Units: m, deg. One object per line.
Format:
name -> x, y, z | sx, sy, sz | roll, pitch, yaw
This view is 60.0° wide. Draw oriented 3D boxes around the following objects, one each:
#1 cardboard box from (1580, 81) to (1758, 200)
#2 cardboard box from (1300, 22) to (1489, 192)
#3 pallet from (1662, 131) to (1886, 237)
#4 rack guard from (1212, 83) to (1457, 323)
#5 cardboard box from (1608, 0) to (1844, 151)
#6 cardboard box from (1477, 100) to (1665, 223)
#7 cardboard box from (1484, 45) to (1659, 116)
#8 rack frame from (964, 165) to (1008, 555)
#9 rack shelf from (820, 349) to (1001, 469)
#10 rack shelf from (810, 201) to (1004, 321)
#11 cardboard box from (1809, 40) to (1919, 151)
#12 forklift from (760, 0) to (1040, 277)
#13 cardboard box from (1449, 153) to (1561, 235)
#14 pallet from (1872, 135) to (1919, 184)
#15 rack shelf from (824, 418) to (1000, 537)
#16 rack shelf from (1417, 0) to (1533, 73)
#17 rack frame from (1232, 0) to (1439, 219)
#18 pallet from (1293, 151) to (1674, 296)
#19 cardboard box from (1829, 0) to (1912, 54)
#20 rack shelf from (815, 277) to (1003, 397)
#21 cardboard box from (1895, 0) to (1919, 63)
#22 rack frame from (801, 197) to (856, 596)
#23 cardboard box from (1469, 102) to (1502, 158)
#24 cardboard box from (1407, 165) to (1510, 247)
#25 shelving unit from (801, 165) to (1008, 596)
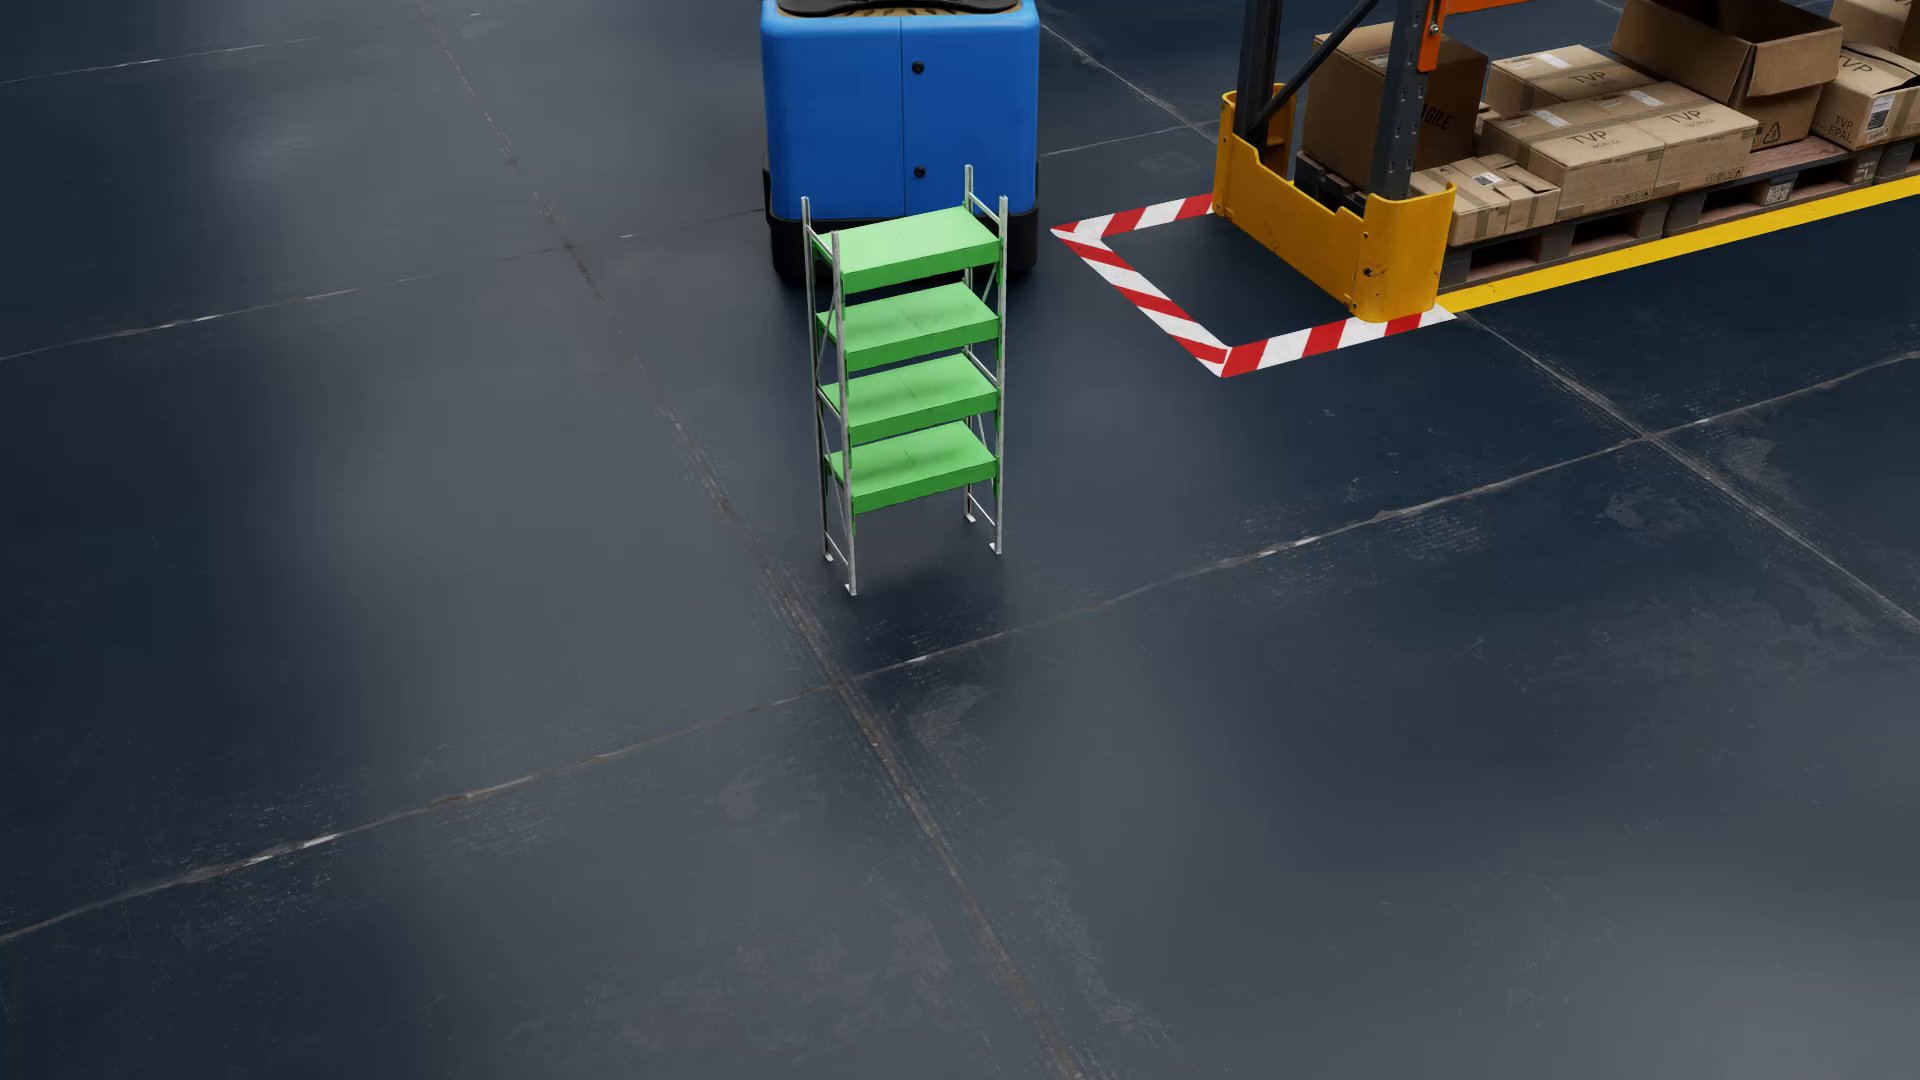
cardboard box -> 2.918, -1.671, 6.924 | 0.500, 0.250, 0.500 | -16, 39, -20
cardboard box -> 1.787, -1.805, 6.894 | 0.500, 0.500, 0.500 | -16, 39, -20
pallet -> 3.292, -1.769, 7.458 | 1.213, 0.211, 1.003 | -16, 39, -20
rack guard -> 1.468, -1.377, 6.686 | 0.348, 0.500, 1.175 | -16, 39, -20
cardboard box -> 3.322, -2.070, 7.249 | 0.637, 0.503, 0.797 | -16, 39, -20
cardboard box -> 2.465, -1.545, 6.754 | 0.500, 0.250, 0.500 | -16, 39, -20
cardboard box -> 2.660, -1.928, 7.271 | 0.500, 0.250, 0.500 | -16, 39, -20
rack frame -> 0.071, -0.502, 4.919 | 0.015, 1.200, 0.240 | -16, 39, -20
rack shelf -> -0.150, -0.389, 4.874 | 0.480, 0.148, 0.258 | -16, 39, -20
rack shelf -> -0.150, -0.774, 4.588 | 0.480, 0.148, 0.258 | -16, 39, -20
cardboard box -> 3.946, -1.984, 7.294 | 0.500, 0.311, 0.500 | -16, 39, -20
forklift -> -0.303, -3.063, 6.920 | 1.130, 2.935, 3.031 | -2, 37, -3
cardboard box -> 2.151, -1.384, 6.607 | 0.250, 0.166, 0.380 | -16, 39, -20
pallet -> 4.398, -2.080, 7.878 | 1.213, 0.211, 1.003 | -16, 39, -20
rack shelf -> -0.150, -0.196, 5.017 | 0.480, 0.148, 0.258 | -16, 39, -20
rack shelf -> 3.210, -2.579, 6.813 | 4.000, 0.370, 1.077 | -16, 39, -20
rack frame -> 1.400, -2.361, 5.916 | 0.127, 3.000, 1.000 | -16, 39, -20
pallet -> 2.190, -1.463, 7.045 | 1.213, 0.211, 1.003 | -16, 39, -20
cardboard box -> 4.549, -2.481, 7.965 | 0.500, 0.311, 0.500 | -16, 39, -20
rack shelf -> -0.150, -0.581, 4.731 | 0.480, 0.148, 0.258 | -16, 39, -20
cardboard box -> 4.625, -2.249, 7.494 | 0.500, 0.500, 0.500 | -16, 39, -20
rack frame -> -0.371, -0.378, 4.753 | 0.015, 1.200, 0.240 | -16, 39, -20
cardboard box -> 2.192, -1.725, 7.066 | 0.250, 0.166, 0.380 | -16, 39, -20
cardboard box -> 1.925, -1.314, 6.527 | 0.250, 0.149, 0.380 | -16, 39, -20
shelving unit -> -0.150, -0.440, 4.836 | 0.503, 1.200, 0.258 | -16, 39, -20
